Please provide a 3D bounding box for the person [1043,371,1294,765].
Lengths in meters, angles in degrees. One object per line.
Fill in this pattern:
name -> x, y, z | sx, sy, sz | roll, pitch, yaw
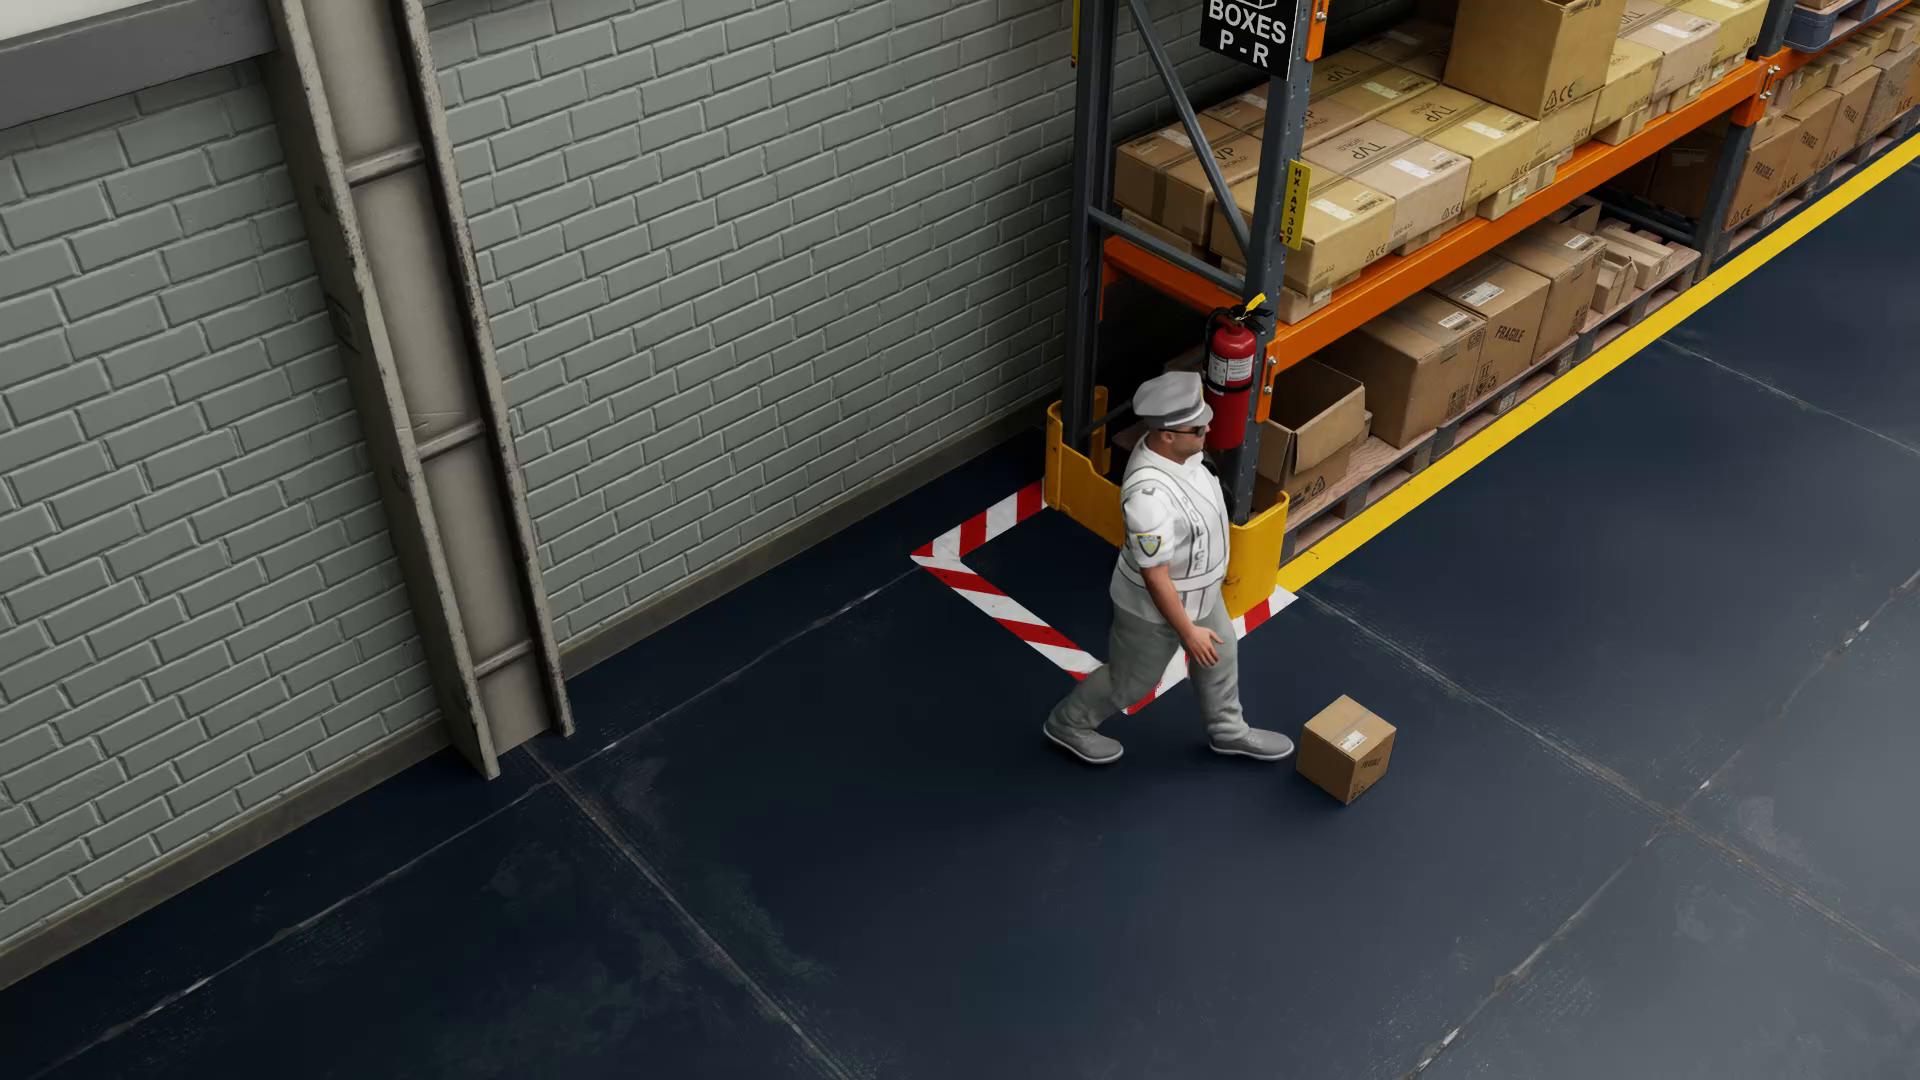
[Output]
person -> 0.791, 0.183, 5.919 | 0.932, 1.733, 0.539 | 15, 42, 18
